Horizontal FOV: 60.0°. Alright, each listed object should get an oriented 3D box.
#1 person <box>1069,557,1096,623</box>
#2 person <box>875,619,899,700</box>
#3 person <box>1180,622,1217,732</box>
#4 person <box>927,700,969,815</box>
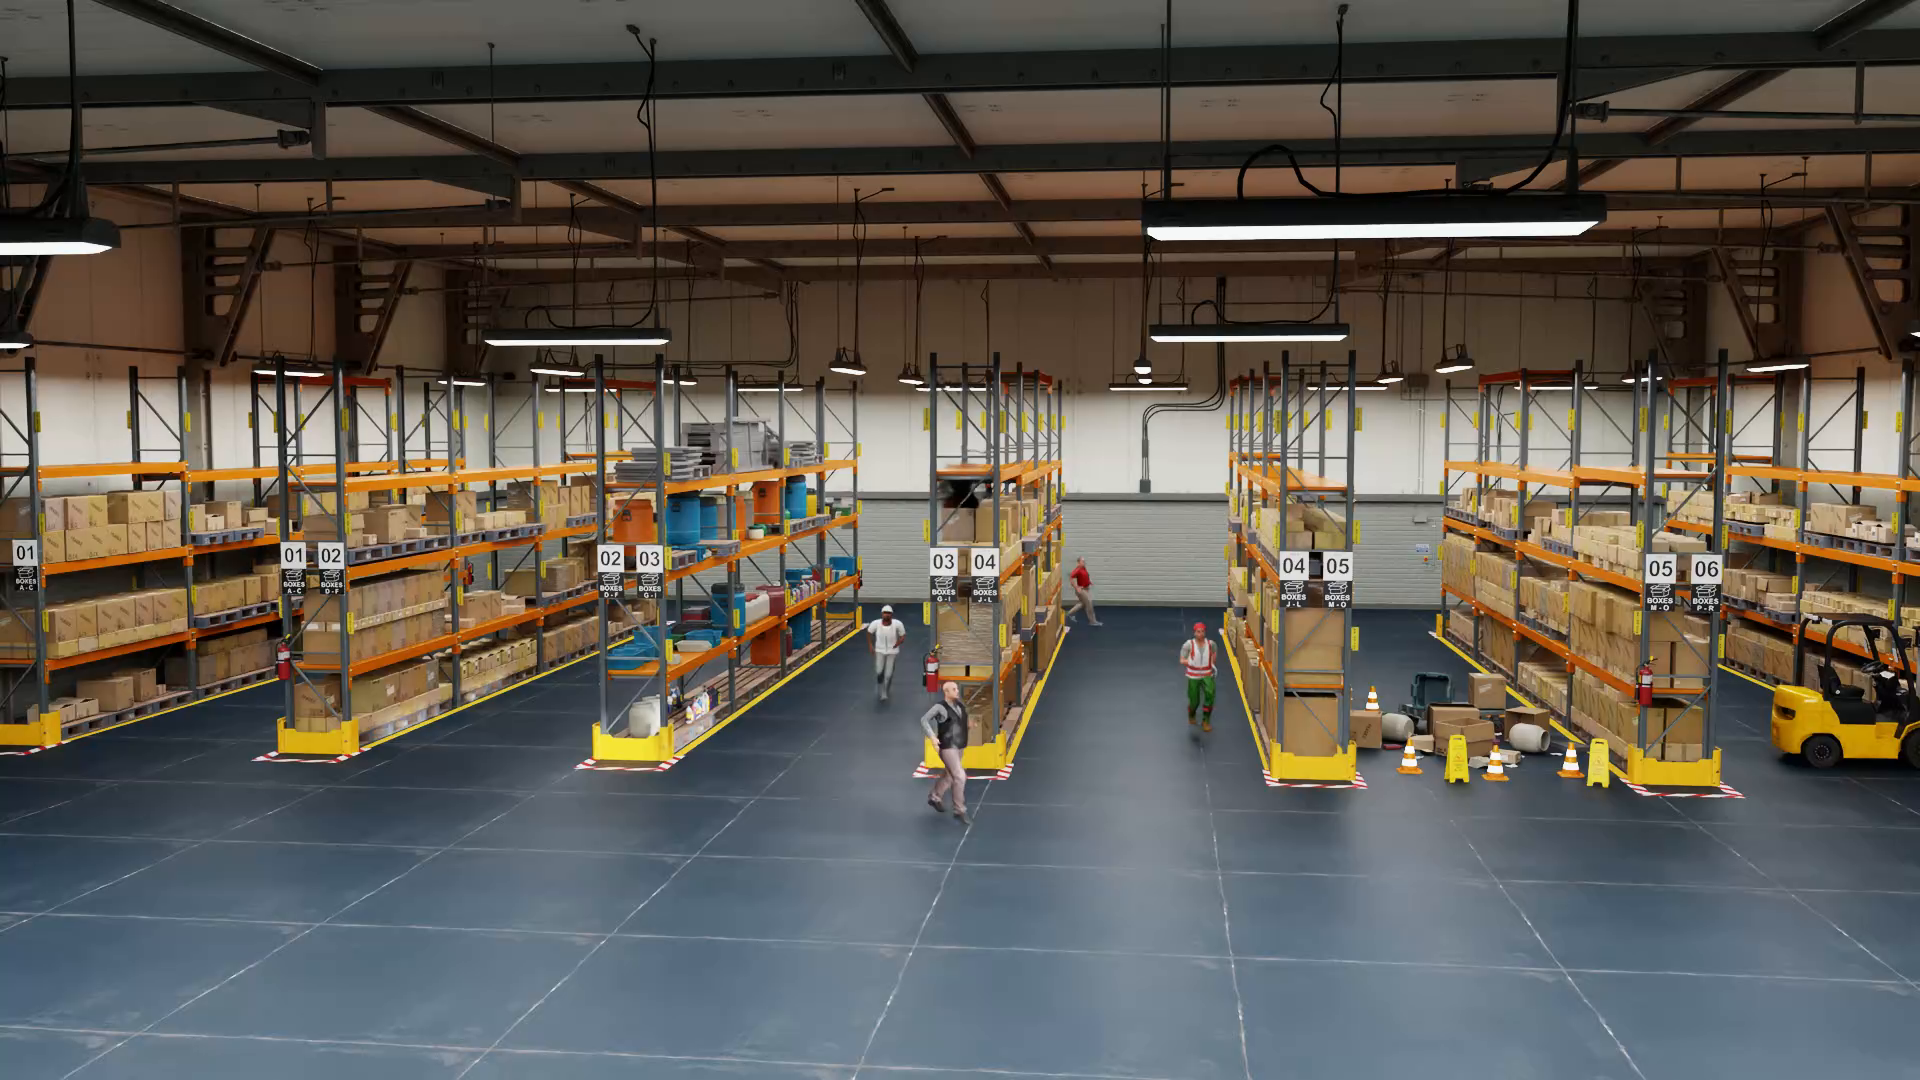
[{"bbox_3d":[2.981,1.227,40.834,0.706,1.628,0.718,1,4,20],"label":"person"},{"bbox_3d":[-1.316,2.152,29.945,0.429,1.459,0.406,0,4,-3],"label":"person"},{"bbox_3d":[3.735,2.107,26.020,0.598,1.670,0.880,0,4,2],"label":"person"},{"bbox_3d":[-0.162,2.699,20.909,0.709,1.405,0.447,3,5,34],"label":"person"}]
